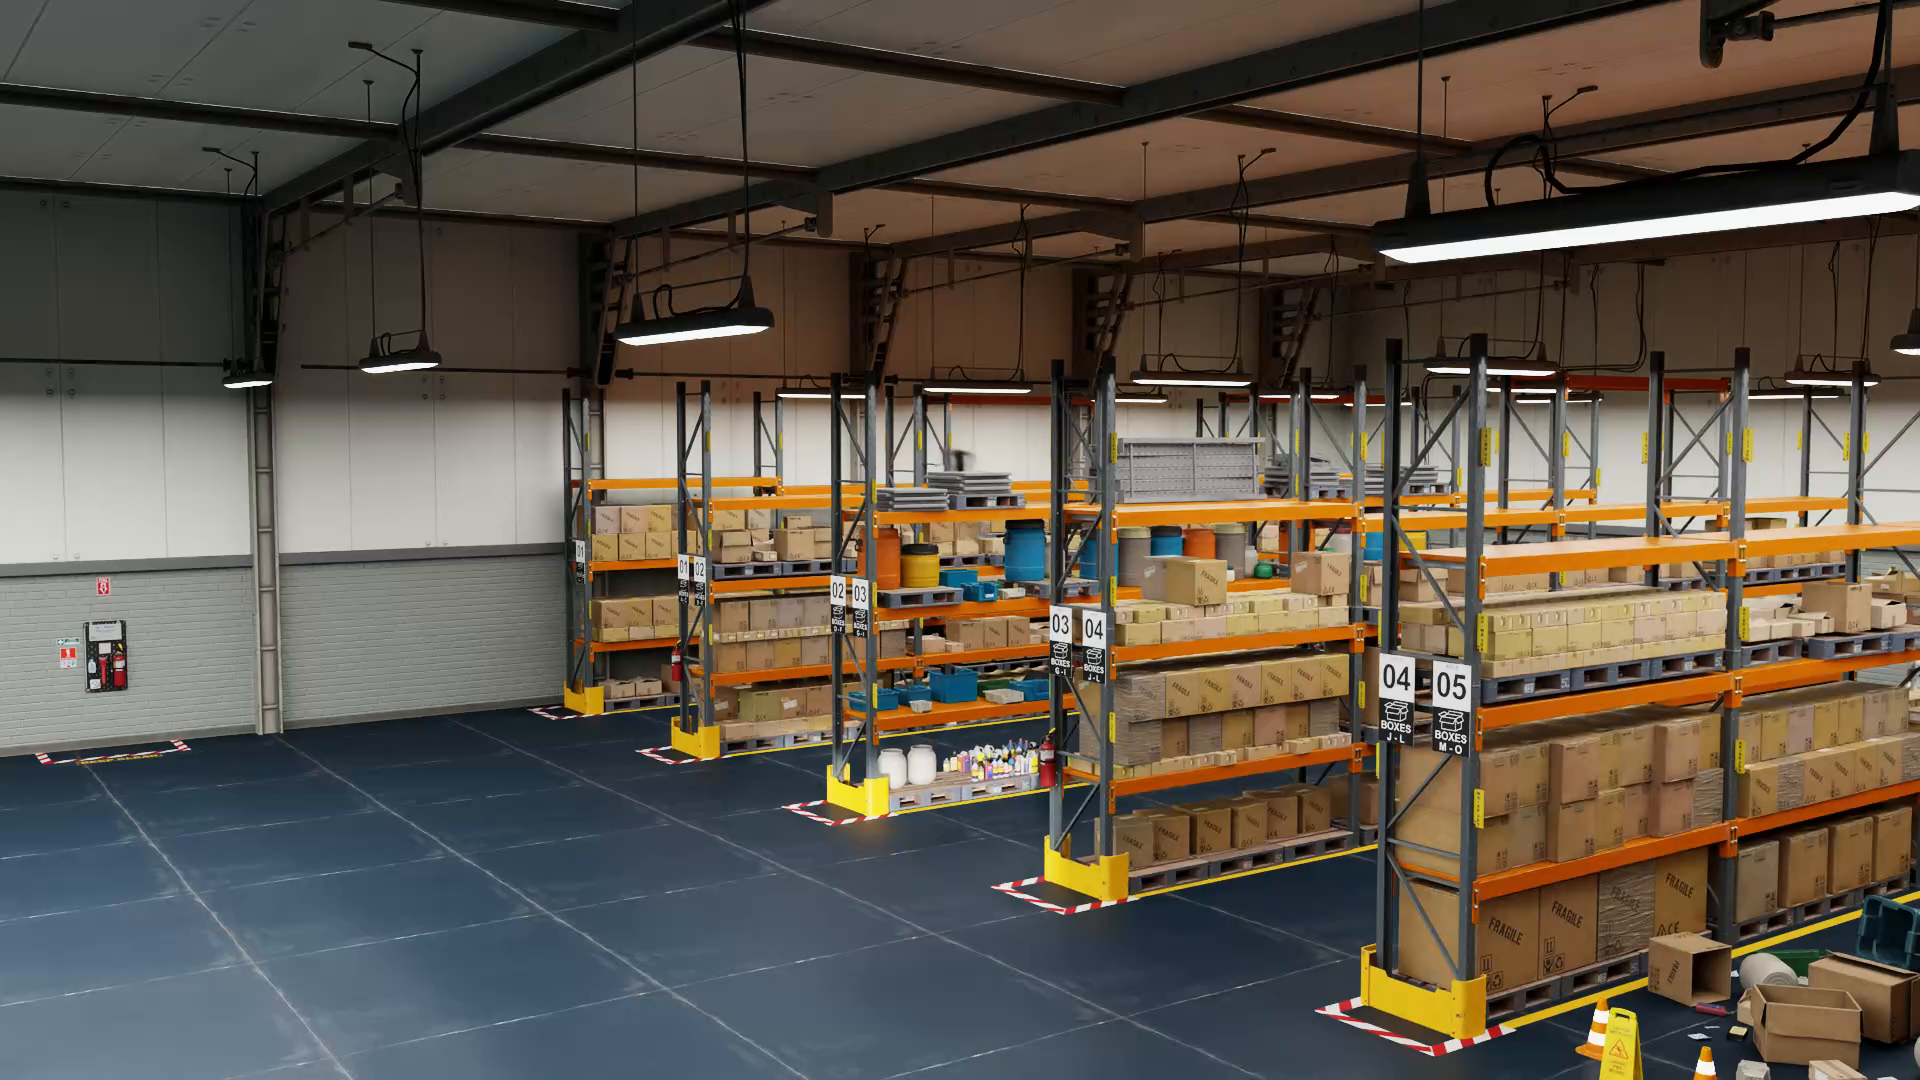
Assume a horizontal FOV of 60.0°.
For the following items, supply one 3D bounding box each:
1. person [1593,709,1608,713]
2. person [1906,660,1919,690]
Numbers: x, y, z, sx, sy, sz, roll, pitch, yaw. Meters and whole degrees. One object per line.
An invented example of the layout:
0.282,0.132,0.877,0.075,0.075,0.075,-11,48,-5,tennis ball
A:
8.363,2.979,21.632,0.685,1.632,0.492,-3,5,-37,person
16.201,2.559,27.844,0.704,1.638,0.859,3,5,40,person
